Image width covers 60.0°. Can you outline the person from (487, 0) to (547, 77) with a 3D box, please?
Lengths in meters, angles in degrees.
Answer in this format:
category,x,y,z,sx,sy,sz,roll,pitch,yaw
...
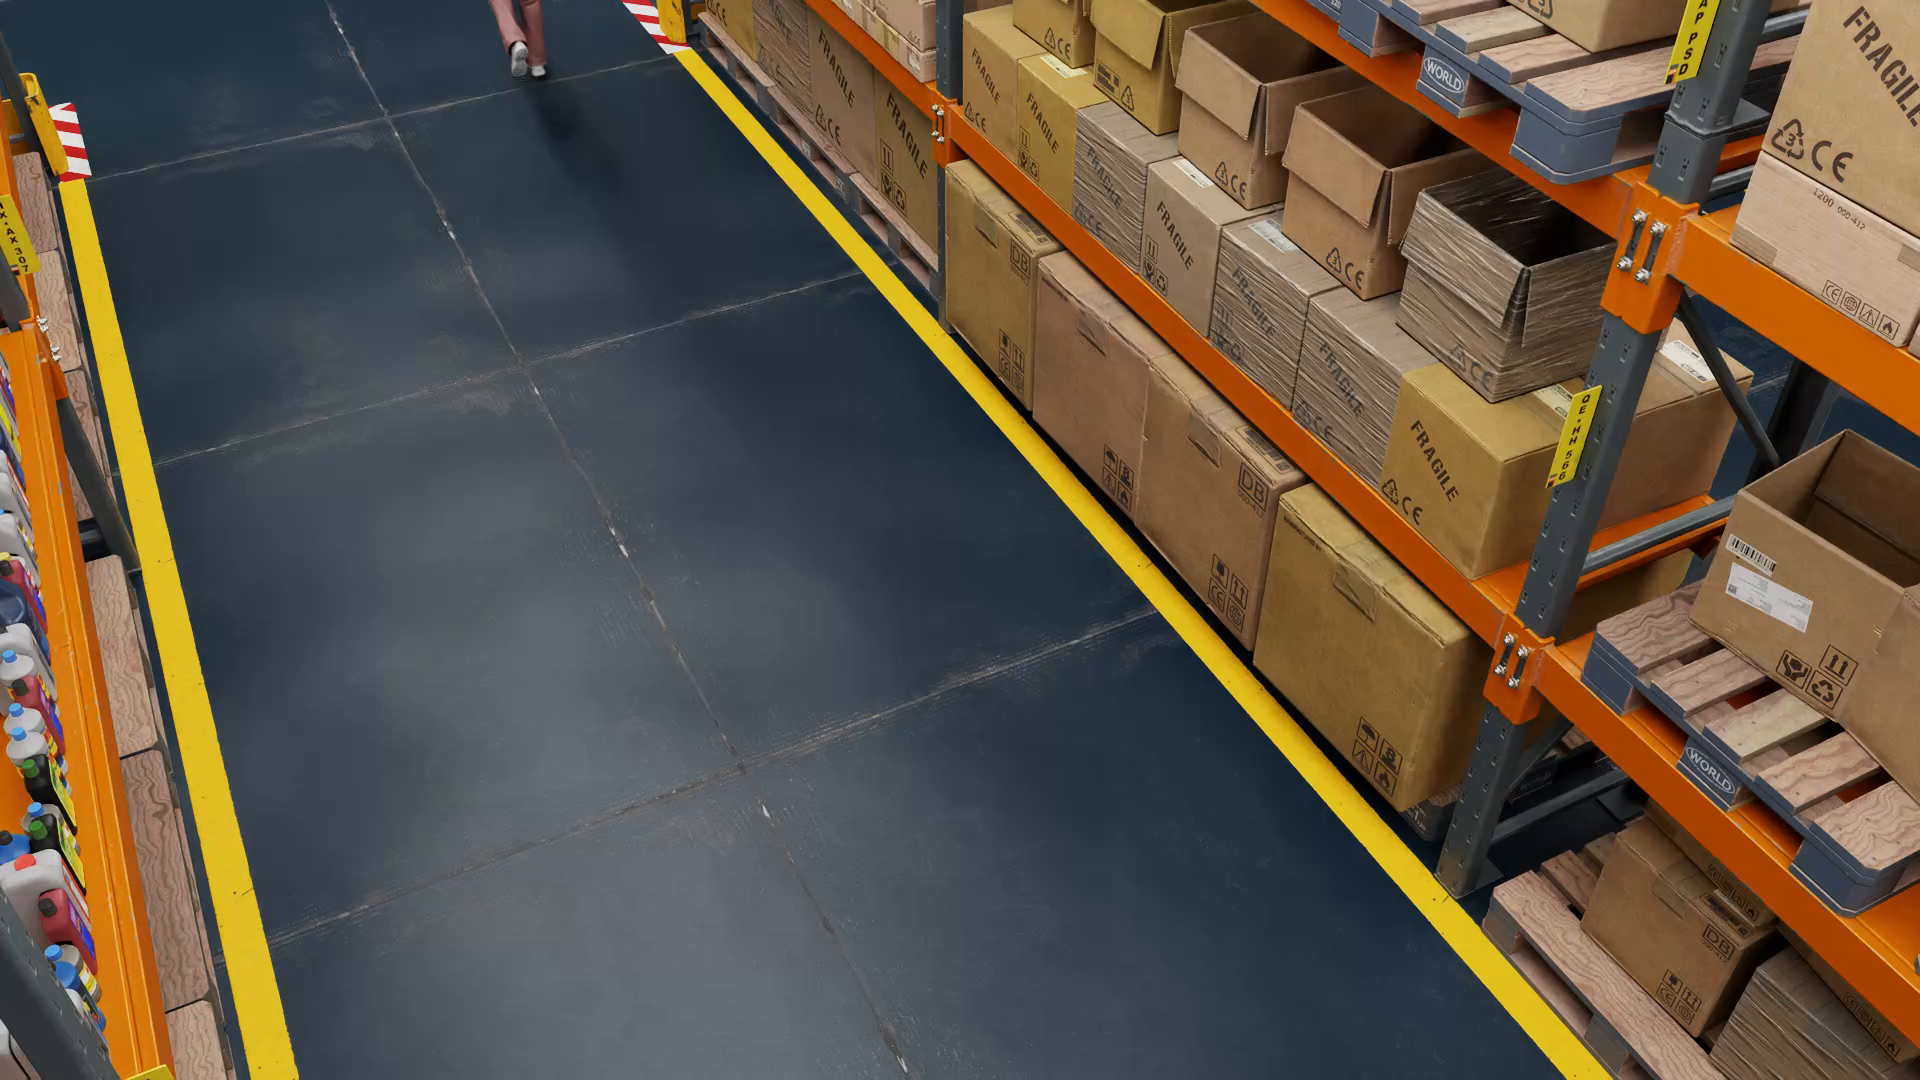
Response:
category,x,y,z,sx,sy,sz,roll,pitch,yaw
person,-2.763,-3.677,10.296,0.462,1.663,0.501,-14,43,-15
